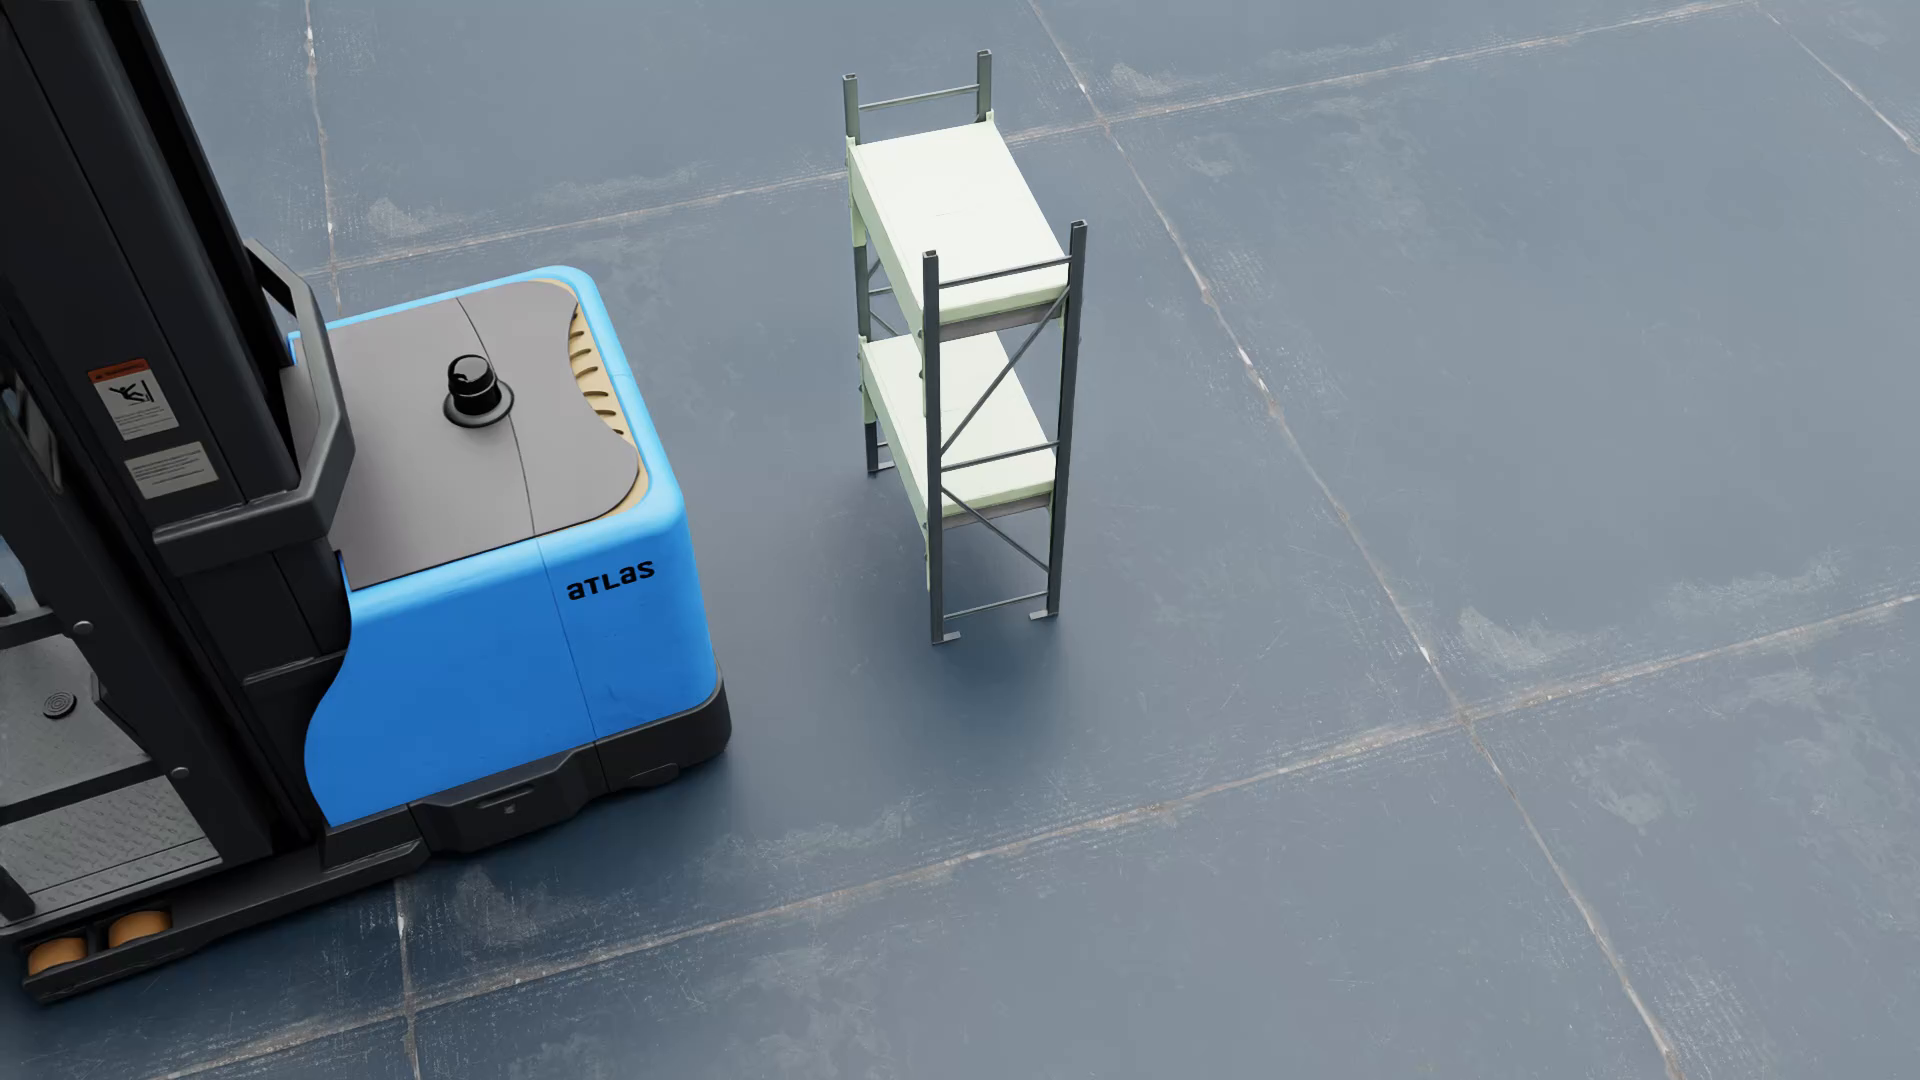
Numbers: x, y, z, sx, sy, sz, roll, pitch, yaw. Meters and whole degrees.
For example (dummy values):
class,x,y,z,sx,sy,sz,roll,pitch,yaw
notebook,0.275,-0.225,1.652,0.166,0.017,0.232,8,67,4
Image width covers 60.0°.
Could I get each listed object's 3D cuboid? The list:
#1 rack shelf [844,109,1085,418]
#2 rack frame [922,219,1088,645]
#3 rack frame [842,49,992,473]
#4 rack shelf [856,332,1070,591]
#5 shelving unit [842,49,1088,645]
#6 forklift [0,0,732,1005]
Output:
class,x,y,z,sx,sy,sz,roll,pitch,yaw
rack shelf,-0.002,-0.740,4.382,0.431,0.370,0.720,-13,51,-11
rack frame,0.106,-0.221,4.455,0.400,1.500,0.023,-13,51,-11
rack frame,-0.110,-0.756,4.906,0.400,1.500,0.023,-13,51,-11
rack shelf,-0.002,-0.278,4.930,0.431,0.370,0.720,-13,51,-11
shelving unit,-0.002,-0.488,4.681,0.431,1.500,0.755,-13,51,-11
forklift,-2.213,-0.240,3.536,3.031,2.935,1.130,-18,52,-14
